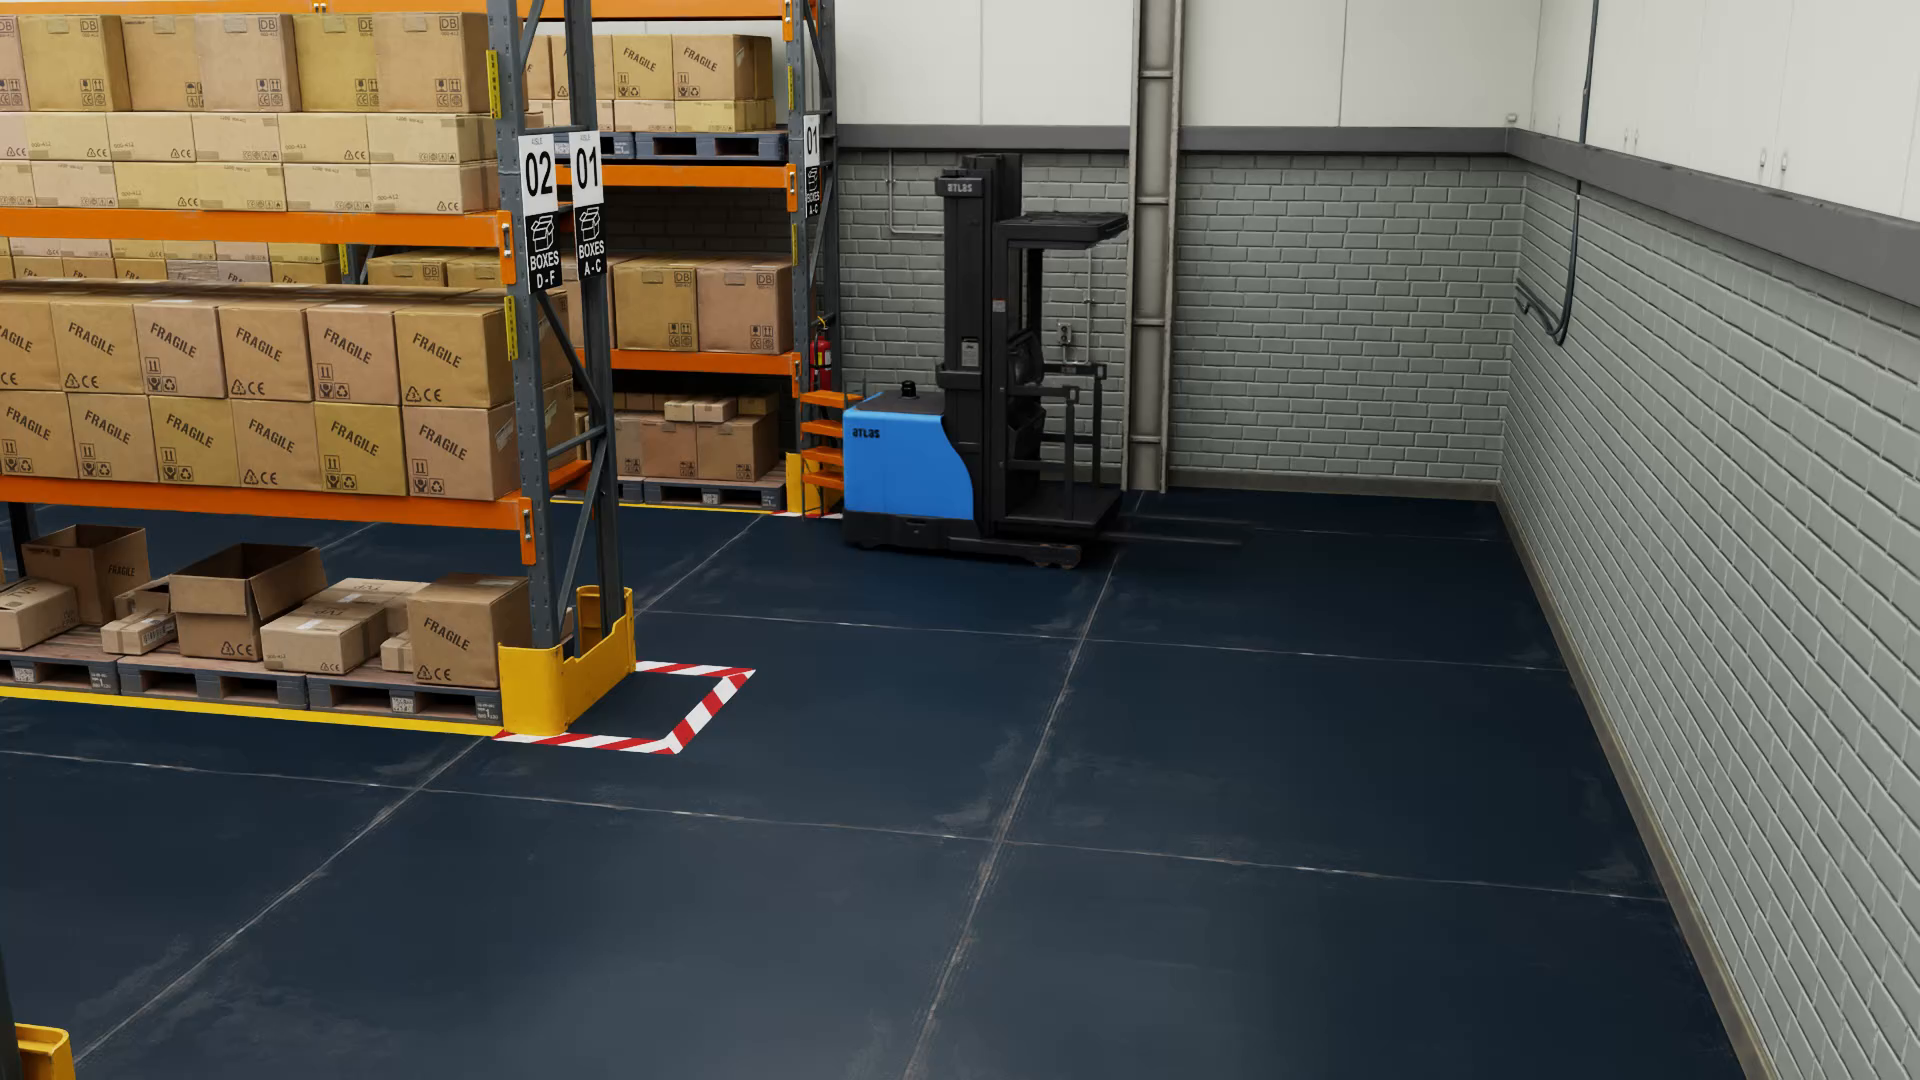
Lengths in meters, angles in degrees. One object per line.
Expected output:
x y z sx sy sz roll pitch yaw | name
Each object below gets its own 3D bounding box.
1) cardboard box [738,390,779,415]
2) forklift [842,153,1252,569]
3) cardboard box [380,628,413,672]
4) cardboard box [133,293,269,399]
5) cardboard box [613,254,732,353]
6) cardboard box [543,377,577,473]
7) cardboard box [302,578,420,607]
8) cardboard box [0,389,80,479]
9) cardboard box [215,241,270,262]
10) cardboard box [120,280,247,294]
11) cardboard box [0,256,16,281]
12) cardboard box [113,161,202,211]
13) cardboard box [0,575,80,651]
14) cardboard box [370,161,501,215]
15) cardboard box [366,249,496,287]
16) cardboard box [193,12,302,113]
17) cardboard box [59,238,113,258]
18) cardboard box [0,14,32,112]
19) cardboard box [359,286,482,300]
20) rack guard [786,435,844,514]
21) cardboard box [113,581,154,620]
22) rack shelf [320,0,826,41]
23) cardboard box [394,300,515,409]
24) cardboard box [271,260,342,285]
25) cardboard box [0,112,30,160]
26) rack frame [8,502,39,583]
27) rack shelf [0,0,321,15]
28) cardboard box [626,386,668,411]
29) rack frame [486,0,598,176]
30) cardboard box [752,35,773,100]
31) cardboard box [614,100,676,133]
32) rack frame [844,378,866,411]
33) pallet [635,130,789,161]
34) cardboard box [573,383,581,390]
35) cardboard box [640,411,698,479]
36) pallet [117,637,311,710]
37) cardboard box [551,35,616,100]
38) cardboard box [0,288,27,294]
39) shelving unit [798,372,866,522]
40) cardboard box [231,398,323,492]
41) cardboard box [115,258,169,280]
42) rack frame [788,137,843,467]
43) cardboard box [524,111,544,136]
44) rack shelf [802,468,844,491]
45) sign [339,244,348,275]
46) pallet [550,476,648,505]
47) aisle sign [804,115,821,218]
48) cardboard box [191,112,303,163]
-1.735 -1.187 14.339 0.250 0.149 0.380 3 16 11 | cardboard box
0.676 -1.360 12.412 3.031 2.935 1.130 4 16 16 | forklift
-3.136 0.620 9.618 0.250 0.166 0.380 3 16 11 | cardboard box
-4.174 -1.086 9.233 0.500 0.500 0.500 4 16 13 | cardboard box
-2.409 -2.025 14.120 0.700 0.700 0.980 3 16 11 | cardboard box
-2.557 -0.665 9.585 0.500 0.500 0.500 3 16 12 | cardboard box
-3.631 0.433 10.137 0.500 0.250 0.500 3 16 11 | cardboard box
-5.147 -0.660 9.568 0.500 0.500 0.500 3 16 12 | cardboard box
-6.119 -2.583 14.510 0.500 0.250 0.500 3 16 12 | cardboard box
-4.551 -1.254 9.840 0.500 0.500 0.500 3 16 12 | cardboard box
-8.606 -2.354 15.088 0.500 0.500 0.500 4 16 13 | cardboard box
-4.198 -1.939 9.034 0.500 0.250 0.500 3 16 11 | cardboard box
-5.727 0.426 10.047 0.500 0.311 0.500 3 16 11 | cardboard box
-2.731 -1.855 8.733 0.500 0.250 0.500 3 16 11 | cardboard box
-4.583 -2.144 14.551 0.700 0.700 0.980 3 16 12 | cardboard box
-3.666 -2.570 8.971 0.500 0.500 0.700 3 16 11 | cardboard box
-7.620 -2.662 14.798 0.500 0.250 0.500 3 16 11 | cardboard box
-5.149 -2.633 9.197 0.500 0.500 0.700 3 16 11 | cardboard box
-3.071 -1.172 9.544 0.500 0.500 0.500 3 16 12 | cardboard box
-1.168 -0.614 14.272 0.348 0.500 1.175 3 16 11 | rack guard
-5.101 0.386 10.497 0.250 0.149 0.380 3 16 11 | cardboard box
-3.152 -4.278 13.675 4.000 0.370 1.077 3 16 11 | rack shelf
-2.666 -1.006 8.943 0.500 0.500 0.500 3 16 11 | cardboard box
-5.614 -2.192 14.506 0.500 0.500 0.500 3 16 10 | cardboard box
-5.178 -2.234 9.163 0.500 0.250 0.500 3 16 11 | cardboard box
-6.095 -0.737 10.032 0.127 3.000 1.000 3 16 11 | rack frame
-7.071 -4.491 14.444 4.000 0.370 1.077 3 16 11 | rack shelf
-2.726 -1.240 14.532 0.250 0.149 0.380 3 16 12 | cardboard box
-2.175 -3.415 8.463 0.127 3.000 1.000 3 16 11 | rack frame
-1.859 -3.907 13.761 0.500 0.500 0.500 2 16 9 | cardboard box
-2.472 -3.441 13.482 0.500 0.250 0.500 3 16 9 | cardboard box
-0.820 -0.667 13.153 0.015 1.200 0.240 12 20 37 | rack frame
-1.921 -3.259 13.687 1.213 0.211 1.003 3 16 11 | pallet
-3.479 -1.281 14.678 0.250 0.149 0.380 3 16 12 | cardboard box
-2.388 -0.855 14.356 0.500 0.500 0.700 3 16 11 | cardboard box
-4.223 0.709 10.039 1.213 0.211 1.003 3 16 11 | pallet
-2.964 -3.828 13.474 0.500 0.500 0.500 2 16 9 | cardboard box
-5.689 -1.168 9.529 0.500 0.500 0.500 4 16 13 | cardboard box
-1.012 -0.708 13.299 0.503 1.200 0.258 12 20 37 | shelving unit
-3.665 -0.579 9.277 0.500 0.500 0.500 3 16 12 | cardboard box
-7.097 -2.271 14.790 0.500 0.500 0.500 4 16 13 | cardboard box
-1.192 -1.820 13.943 0.127 3.000 1.000 3 16 11 | rack frame
-2.627 -2.233 9.161 0.500 0.250 0.500 3 16 11 | cardboard box
-1.011 -0.452 13.371 0.480 0.148 0.258 12 20 37 | rack shelf
-5.210 -2.410 14.053 0.005 0.325 0.100 3 16 11 | sign
-3.183 -0.564 14.631 1.213 0.211 1.003 3 16 11 | pallet
-1.181 -2.990 13.299 0.004 0.787 0.394 3 16 11 | aisle sign
-3.709 -2.153 8.870 0.500 0.250 0.500 3 16 11 | cardboard box
